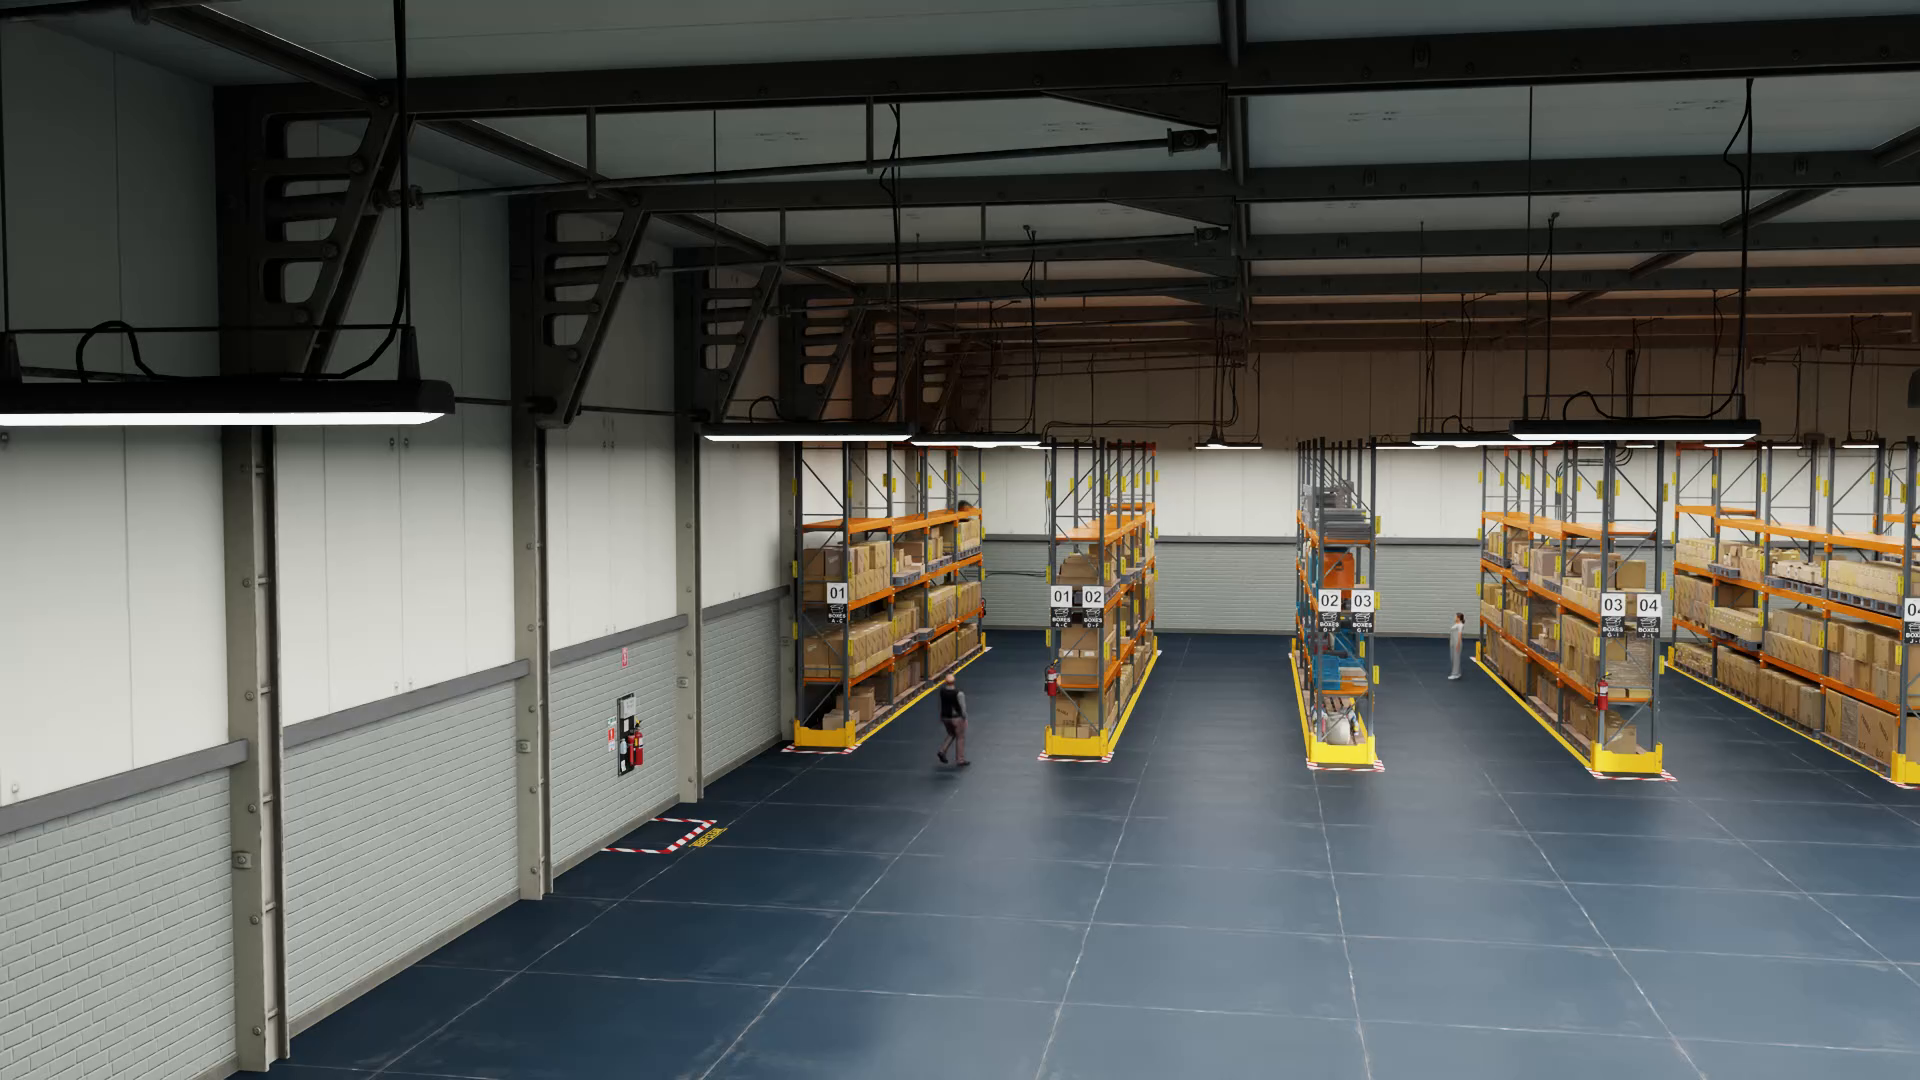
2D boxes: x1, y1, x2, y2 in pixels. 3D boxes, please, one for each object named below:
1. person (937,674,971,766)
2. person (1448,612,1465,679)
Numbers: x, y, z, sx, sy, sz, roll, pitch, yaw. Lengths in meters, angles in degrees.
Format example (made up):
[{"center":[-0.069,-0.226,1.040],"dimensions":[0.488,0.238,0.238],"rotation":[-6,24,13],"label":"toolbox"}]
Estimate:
[{"center":[-0.125,3.276,30.385],"dimensions":[0.615,1.695,0.579],"rotation":[3,4,41],"label":"person"},{"center":[12.553,2.671,42.143],"dimensions":[0.543,1.674,0.452],"rotation":[-1,3,-20],"label":"person"}]
